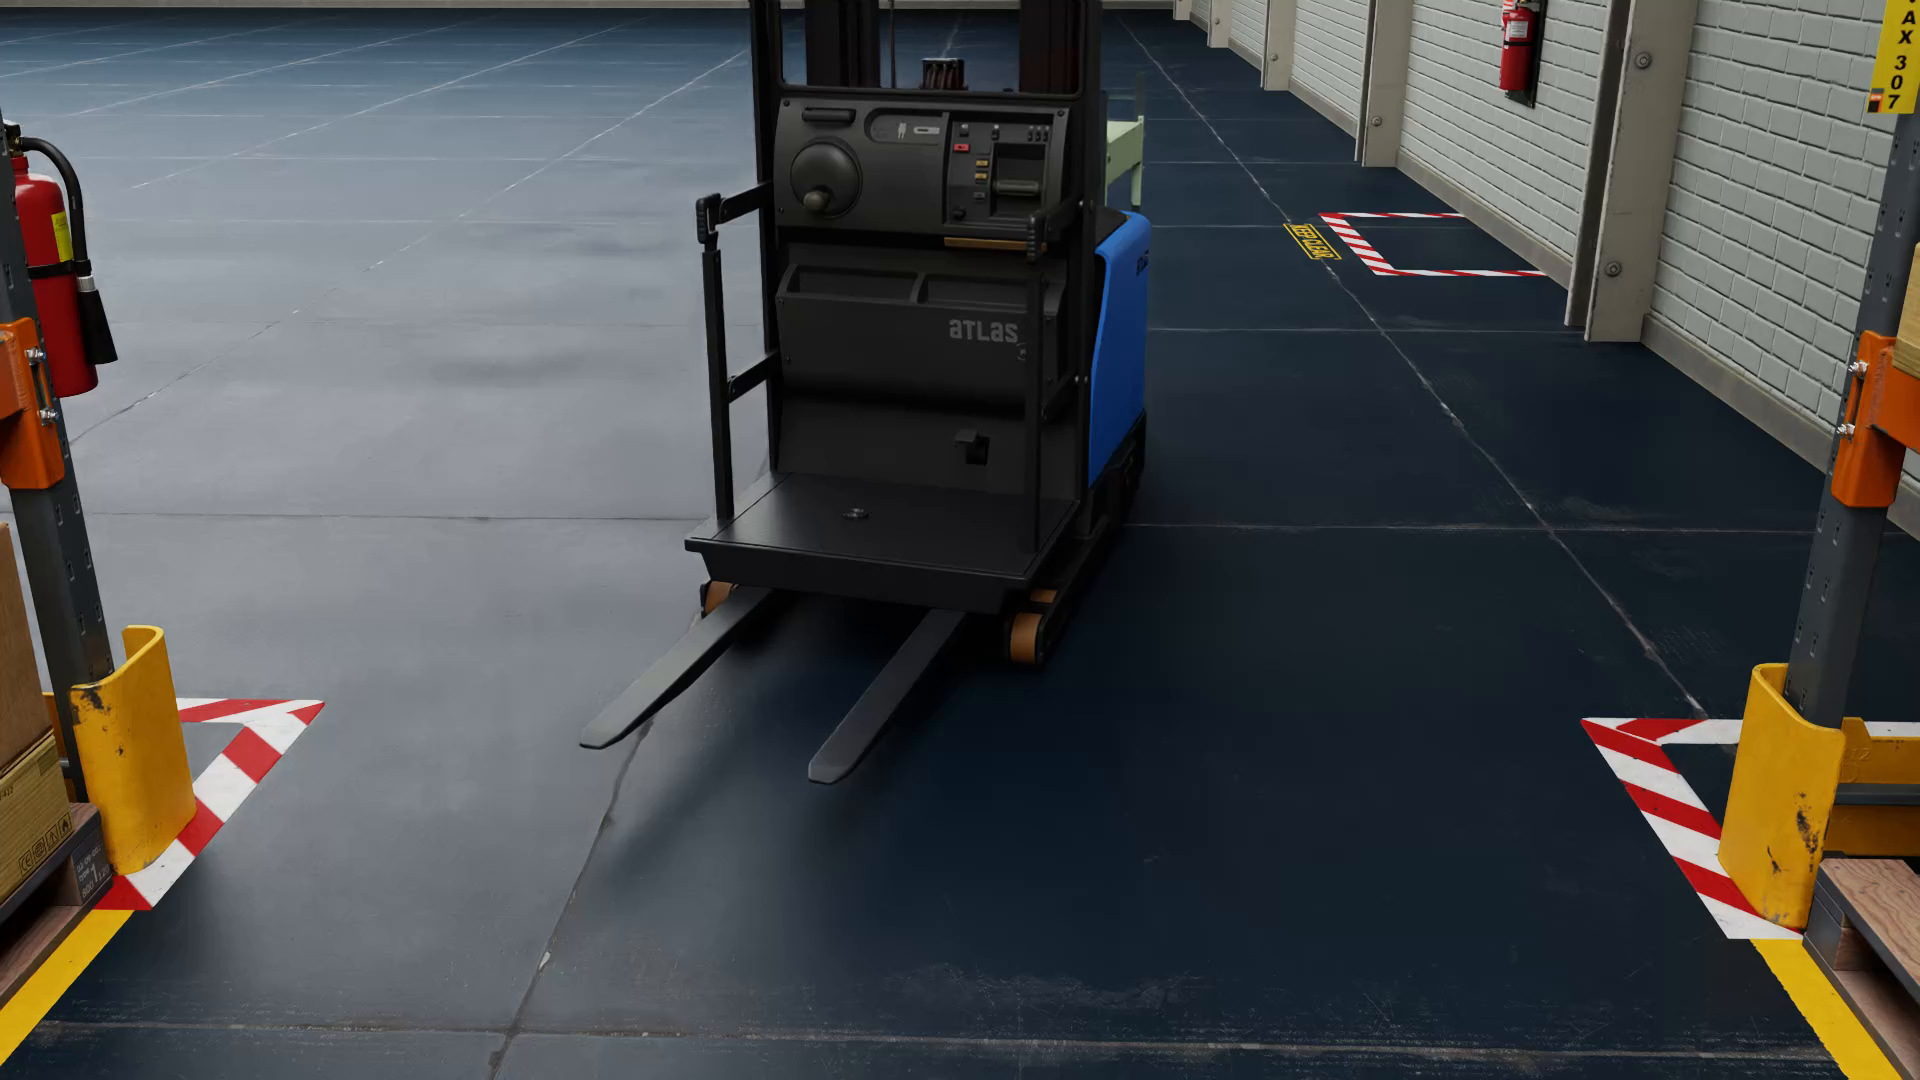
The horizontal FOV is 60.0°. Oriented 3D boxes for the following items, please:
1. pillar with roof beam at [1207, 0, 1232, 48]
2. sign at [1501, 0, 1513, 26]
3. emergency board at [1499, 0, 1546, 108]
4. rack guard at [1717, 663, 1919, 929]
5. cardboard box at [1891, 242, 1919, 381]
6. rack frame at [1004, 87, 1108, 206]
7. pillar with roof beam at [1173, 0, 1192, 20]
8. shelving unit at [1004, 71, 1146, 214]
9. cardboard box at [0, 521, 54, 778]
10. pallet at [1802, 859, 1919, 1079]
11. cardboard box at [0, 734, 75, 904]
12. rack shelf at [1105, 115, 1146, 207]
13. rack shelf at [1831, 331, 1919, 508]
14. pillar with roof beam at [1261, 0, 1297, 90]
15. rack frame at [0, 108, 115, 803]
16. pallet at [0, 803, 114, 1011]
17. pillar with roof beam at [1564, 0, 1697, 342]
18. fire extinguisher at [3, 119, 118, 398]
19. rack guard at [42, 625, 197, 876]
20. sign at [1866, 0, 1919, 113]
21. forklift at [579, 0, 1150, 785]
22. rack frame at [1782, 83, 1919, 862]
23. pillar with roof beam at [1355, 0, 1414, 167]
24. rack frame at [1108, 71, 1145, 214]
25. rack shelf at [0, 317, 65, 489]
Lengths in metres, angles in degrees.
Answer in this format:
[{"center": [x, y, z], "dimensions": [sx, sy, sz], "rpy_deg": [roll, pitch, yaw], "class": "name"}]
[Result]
[{"center": [-0.309, -11.862, 24.160], "dimensions": [9.100, 9.000, 0.400], "rpy_deg": [1, 21, 2], "class": "pillar with roof beam"}, {"center": [3.679, -3.618, 11.158], "dimensions": [0.001, 0.329, 0.234], "rpy_deg": [1, 21, 2], "class": "sign"}, {"center": [3.560, -3.403, 10.652], "dimensions": [0.194, 1.169, 0.643], "rpy_deg": [1, 21, 2], "class": "emergency board"}, {"center": [2.418, 0.590, 3.817], "dimensions": [1.175, 0.500, 0.348], "rpy_deg": [1, 21, 2], "class": "rack guard"}, {"center": [2.088, -0.369, 3.014], "dimensions": [0.500, 0.250, 0.500], "rpy_deg": [0, 21, 0], "class": "cardboard box"}, {"center": [0.360, -1.000, 6.532], "dimensions": [0.400, 1.500, 0.023], "rpy_deg": [6, 22, 16], "class": "rack frame"}, {"center": [-0.127, -14.031, 29.751], "dimensions": [9.100, 9.000, 0.400], "rpy_deg": [1, 21, 2], "class": "pillar with roof beam"}, {"center": [0.466, -1.126, 6.858], "dimensions": [0.431, 1.500, 0.755], "rpy_deg": [6, 22, 16], "class": "shelving unit"}, {"center": [-2.250, 0.278, 3.350], "dimensions": [0.500, 0.500, 0.500], "rpy_deg": [1, 21, 2], "class": "cardboard box"}, {"center": [2.358, 1.018, 3.113], "dimensions": [1.003, 0.211, 1.213], "rpy_deg": [1, 21, 2], "class": "pallet"}, {"center": [-2.252, 0.627, 3.486], "dimensions": [0.500, 0.250, 0.500], "rpy_deg": [1, 21, 2], "class": "cardboard box"}, {"center": [0.466, -1.490, 6.717], "dimensions": [0.431, 0.370, 0.720], "rpy_deg": [6, 22, 16], "class": "rack shelf"}, {"center": [2.360, 0.456, 1.702], "dimensions": [1.077, 0.370, 4.000], "rpy_deg": [1, 21, 2], "class": "rack shelf"}, {"center": [-0.492, -9.693, 18.569], "dimensions": [9.100, 9.000, 0.400], "rpy_deg": [1, 21, 2], "class": "pillar with roof beam"}, {"center": [-2.531, -0.656, 3.573], "dimensions": [1.000, 3.000, 0.127], "rpy_deg": [1, 21, 2], "class": "rack frame"}, {"center": [-2.512, 0.921, 3.363], "dimensions": [1.003, 0.211, 1.213], "rpy_deg": [1, 21, 2], "class": "pallet"}, {"center": [-0.857, -5.354, 7.387], "dimensions": [9.100, 9.000, 0.400], "rpy_deg": [1, 21, 2], "class": "pillar with roof beam"}, {"center": [-2.063, -0.658, 3.684], "dimensions": [0.296, 0.674, 0.183], "rpy_deg": [1, 21, 2], "class": "fire extinguisher"}, {"center": [-2.530, 0.501, 4.047], "dimensions": [1.175, 0.500, 0.348], "rpy_deg": [1, 21, 2], "class": "rack guard"}, {"center": [1.878, -1.012, 3.294], "dimensions": [0.100, 0.325, 0.005], "rpy_deg": [1, 21, 2], "class": "sign"}, {"center": [-0.187, -1.142, 4.921], "dimensions": [1.130, 2.935, 3.031], "rpy_deg": [6, 22, 16], "class": "forklift"}, {"center": [2.420, -0.603, 3.436], "dimensions": [1.000, 3.000, 0.127], "rpy_deg": [1, 21, 2], "class": "rack frame"}, {"center": [-0.674, -7.523, 12.978], "dimensions": [9.100, 9.000, 0.400], "rpy_deg": [1, 21, 2], "class": "pillar with roof beam"}, {"center": [0.571, -1.253, 7.185], "dimensions": [0.400, 1.500, 0.023], "rpy_deg": [6, 22, 16], "class": "rack frame"}, {"center": [-2.592, 0.403, 1.839], "dimensions": [1.077, 0.370, 4.000], "rpy_deg": [1, 21, 2], "class": "rack shelf"}]
